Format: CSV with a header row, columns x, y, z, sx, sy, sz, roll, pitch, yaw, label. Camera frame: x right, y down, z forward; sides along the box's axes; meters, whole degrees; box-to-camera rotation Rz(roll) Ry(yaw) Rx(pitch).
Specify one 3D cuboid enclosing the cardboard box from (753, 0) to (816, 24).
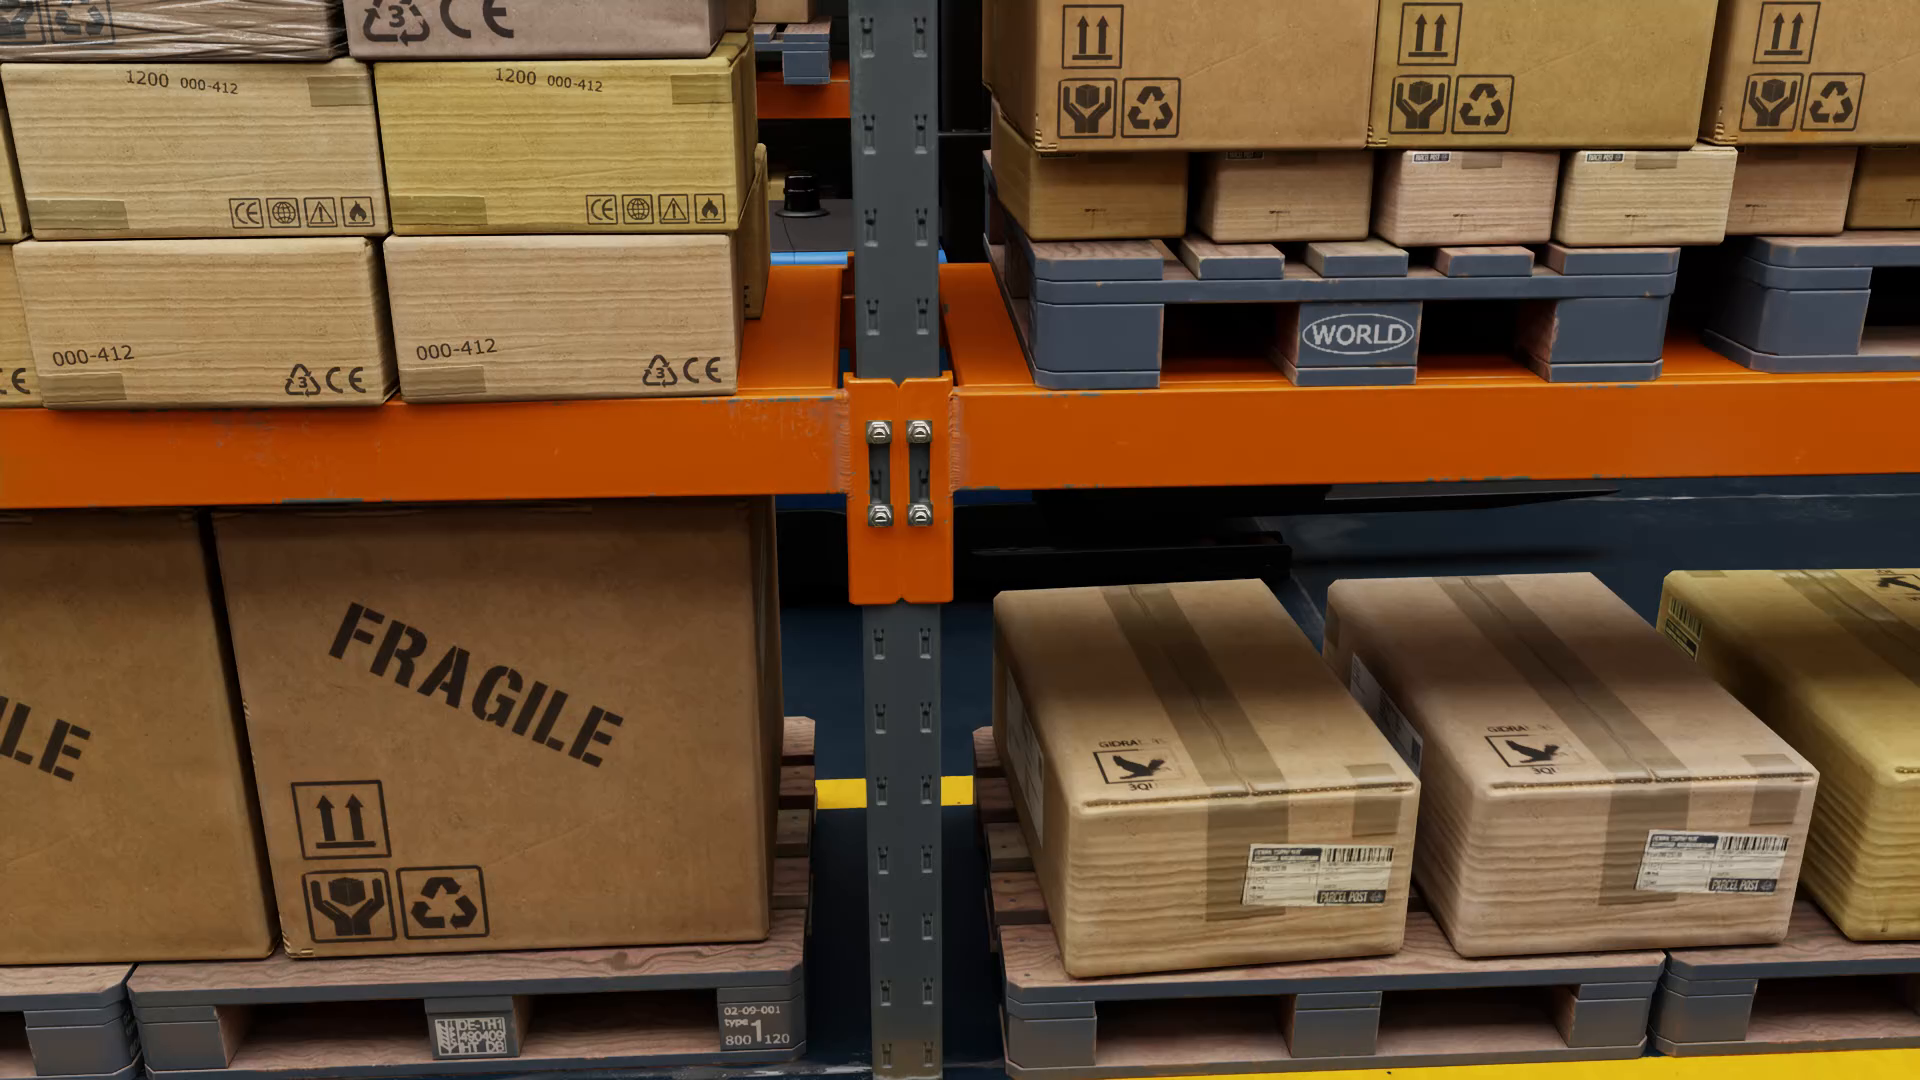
x,y,z,sx,sy,sz,roll,pitch,yaw,label
-0.933,-2.640,7.608,0.500,0.500,0.500,0,21,-1,cardboard box

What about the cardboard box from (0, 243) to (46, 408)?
x,y,z,sx,sy,sz,roll,pitch,yaw,label
-1.626,-0.395,2.654,0.500,0.250,0.500,-1,21,-4,cardboard box

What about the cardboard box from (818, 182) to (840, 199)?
x,y,z,sx,sy,sz,roll,pitch,yaw,label
-0.847,-1.471,8.191,0.500,0.500,0.500,0,21,-1,cardboard box

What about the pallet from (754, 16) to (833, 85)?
x,y,z,sx,sy,sz,roll,pitch,yaw,label
-1.083,-2.223,7.514,1.003,0.211,1.213,-1,21,-3,pallet

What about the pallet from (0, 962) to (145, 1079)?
x,y,z,sx,sy,sz,roll,pitch,yaw,label
-2.130,0.728,3.413,1.213,0.211,1.003,-1,21,-3,pallet

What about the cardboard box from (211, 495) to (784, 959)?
x,y,z,sx,sy,sz,roll,pitch,yaw,label
-0.817,0.193,3.295,0.875,0.875,0.875,-1,21,-4,cardboard box

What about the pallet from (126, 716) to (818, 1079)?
x,y,z,sx,sy,sz,roll,pitch,yaw,label
-0.914,0.704,3.475,1.213,0.211,1.003,-1,21,-3,pallet

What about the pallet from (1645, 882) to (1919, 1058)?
x,y,z,sx,sy,sz,roll,pitch,yaw,label
1.872,0.676,3.549,1.213,0.211,1.003,-1,21,-3,pallet

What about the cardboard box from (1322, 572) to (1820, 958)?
x,y,z,sx,sy,sz,roll,pitch,yaw,label
1.178,0.418,3.411,0.625,0.372,0.950,-2,21,-4,cardboard box

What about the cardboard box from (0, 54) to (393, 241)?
x,y,z,sx,sy,sz,roll,pitch,yaw,label
-1.104,-0.640,2.595,0.500,0.250,0.500,-2,21,-4,cardboard box

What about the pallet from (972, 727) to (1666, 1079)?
x,y,z,sx,sy,sz,roll,pitch,yaw,label
0.657,0.699,3.487,1.213,0.211,1.003,-1,21,-3,pallet

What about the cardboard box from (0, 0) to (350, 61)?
x,y,z,sx,sy,sz,roll,pitch,yaw,label
-1.136,-0.986,2.448,0.500,0.500,0.500,-1,21,-2,cardboard box

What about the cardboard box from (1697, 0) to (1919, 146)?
x,y,z,sx,sy,sz,roll,pitch,yaw,label
1.389,-0.924,2.682,0.500,0.500,0.500,-1,21,-2,cardboard box

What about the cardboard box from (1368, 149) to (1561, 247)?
x,y,z,sx,sy,sz,roll,pitch,yaw,label
0.772,-0.591,2.720,0.250,0.149,0.380,-3,21,-7,cardboard box

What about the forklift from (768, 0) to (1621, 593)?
x,y,z,sx,sy,sz,roll,pitch,yaw,label
0.620,-1.391,5.156,3.031,2.935,1.130,-2,21,-5,forklift

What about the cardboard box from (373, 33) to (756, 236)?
x,y,z,sx,sy,sz,roll,pitch,yaw,label
-0.592,-0.652,2.626,0.500,0.250,0.500,-1,21,-3,cardboard box

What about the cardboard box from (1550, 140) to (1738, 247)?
x,y,z,sx,sy,sz,roll,pitch,yaw,label
1.048,-0.589,2.715,0.250,0.149,0.380,-1,21,-3,cardboard box

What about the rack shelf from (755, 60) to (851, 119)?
x,y,z,sx,sy,sz,roll,pitch,yaw,label
-2.407,-1.975,7.603,4.000,0.370,1.077,-1,21,-3,rack shelf

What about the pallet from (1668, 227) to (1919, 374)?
x,y,z,sx,sy,sz,roll,pitch,yaw,label
1.851,-0.554,3.129,1.213,0.211,1.003,-1,21,-3,pallet

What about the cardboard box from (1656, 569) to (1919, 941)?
x,y,z,sx,sy,sz,roll,pitch,yaw,label
1.935,0.404,3.446,0.625,0.372,0.950,0,21,-1,cardboard box

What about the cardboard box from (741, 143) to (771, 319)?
x,y,z,sx,sy,sz,roll,pitch,yaw,label
-0.626,-0.598,3.186,0.500,0.250,0.500,-2,21,-4,cardboard box

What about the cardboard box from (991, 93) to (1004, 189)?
x,y,z,sx,sy,sz,roll,pitch,yaw,label
0.191,-0.757,3.158,0.250,0.149,0.380,0,21,-1,cardboard box

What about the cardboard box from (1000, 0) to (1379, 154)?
x,y,z,sx,sy,sz,roll,pitch,yaw,label
0.339,-0.897,2.613,0.500,0.500,0.500,-2,21,-5,cardboard box

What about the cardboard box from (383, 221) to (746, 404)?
x,y,z,sx,sy,sz,roll,pitch,yaw,label
-0.613,-0.416,2.708,0.500,0.250,0.500,-2,21,-5,cardboard box

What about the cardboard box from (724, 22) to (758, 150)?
x,y,z,sx,sy,sz,roll,pitch,yaw,label
-0.643,-0.829,3.092,0.500,0.250,0.500,-1,21,-3,cardboard box

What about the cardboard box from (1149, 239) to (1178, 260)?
x,y,z,sx,sy,sz,roll,pitch,yaw,label
0.865,-1.462,7.992,0.625,0.625,0.875,0,21,-1,cardboard box

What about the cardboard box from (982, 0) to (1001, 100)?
x,y,z,sx,sy,sz,roll,pitch,yaw,label
0.315,-1.078,3.089,0.500,0.500,0.500,-2,21,-5,cardboard box

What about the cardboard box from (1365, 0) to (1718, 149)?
x,y,z,sx,sy,sz,roll,pitch,yaw,label
0.859,-0.910,2.648,0.500,0.500,0.500,0,21,0,cardboard box

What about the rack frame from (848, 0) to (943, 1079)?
x,y,z,sx,sy,sz,roll,pitch,yaw,label
-0.123,-0.588,2.951,0.127,3.000,1.000,-1,21,-3,rack frame

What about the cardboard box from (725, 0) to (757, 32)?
x,y,z,sx,sy,sz,roll,pitch,yaw,label
-0.629,-1.179,2.957,0.500,0.500,0.500,-2,21,-5,cardboard box

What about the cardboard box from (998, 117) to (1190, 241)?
x,y,z,sx,sy,sz,roll,pitch,yaw,label
0.212,-0.608,2.765,0.250,0.149,0.380,-2,21,-6,cardboard box

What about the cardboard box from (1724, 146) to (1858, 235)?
x,y,z,sx,sy,sz,roll,pitch,yaw,label
1.284,-0.622,2.801,0.250,0.149,0.380,0,21,0,cardboard box

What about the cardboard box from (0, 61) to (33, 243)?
x,y,z,sx,sy,sz,roll,pitch,yaw,label
-1.614,-0.622,2.548,0.500,0.250,0.500,-2,21,-4,cardboard box

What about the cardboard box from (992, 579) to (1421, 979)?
x,y,z,sx,sy,sz,roll,pitch,yaw,label
0.442,0.435,3.364,0.625,0.372,0.950,-3,21,-7,cardboard box

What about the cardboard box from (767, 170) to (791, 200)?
x,y,z,sx,sy,sz,roll,pitch,yaw,label
-0.889,-1.583,7.574,0.250,0.149,0.380,-2,21,-6,cardboard box

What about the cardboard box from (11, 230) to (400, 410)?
x,y,z,sx,sy,sz,roll,pitch,yaw,label
-1.122,-0.400,2.666,0.500,0.250,0.500,-1,21,-2,cardboard box

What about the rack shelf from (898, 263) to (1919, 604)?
x,y,z,sx,sy,sz,roll,pitch,yaw,label
1.874,-0.293,3.185,4.000,0.370,1.077,-1,21,-3,rack shelf

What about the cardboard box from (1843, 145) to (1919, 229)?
x,y,z,sx,sy,sz,roll,pitch,yaw,label
1.564,-0.641,2.852,0.250,0.149,0.380,0,21,-1,cardboard box

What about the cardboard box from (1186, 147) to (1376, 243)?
x,y,z,sx,sy,sz,roll,pitch,yaw,label
0.496,-0.602,2.748,0.250,0.149,0.380,-2,21,-6,cardboard box

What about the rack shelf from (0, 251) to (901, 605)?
x,y,z,sx,sy,sz,roll,pitch,yaw,label
-2.120,-0.212,2.972,4.000,0.370,1.077,-1,21,-3,rack shelf

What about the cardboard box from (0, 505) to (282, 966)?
x,y,z,sx,sy,sz,roll,pitch,yaw,label
-1.708,0.209,3.251,0.875,0.875,0.875,-1,21,-2,cardboard box

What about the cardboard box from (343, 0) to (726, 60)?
x,y,z,sx,sy,sz,roll,pitch,yaw,label
-0.624,-0.999,2.483,0.500,0.500,0.500,-2,21,-5,cardboard box

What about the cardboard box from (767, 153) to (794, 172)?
x,y,z,sx,sy,sz,roll,pitch,yaw,label
-0.949,-1.783,8.099,0.250,0.149,0.380,0,21,0,cardboard box

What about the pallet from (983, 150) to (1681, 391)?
x,y,z,sx,sy,sz,roll,pitch,yaw,label
0.582,-0.551,3.122,1.003,0.211,1.213,-1,21,-3,pallet
